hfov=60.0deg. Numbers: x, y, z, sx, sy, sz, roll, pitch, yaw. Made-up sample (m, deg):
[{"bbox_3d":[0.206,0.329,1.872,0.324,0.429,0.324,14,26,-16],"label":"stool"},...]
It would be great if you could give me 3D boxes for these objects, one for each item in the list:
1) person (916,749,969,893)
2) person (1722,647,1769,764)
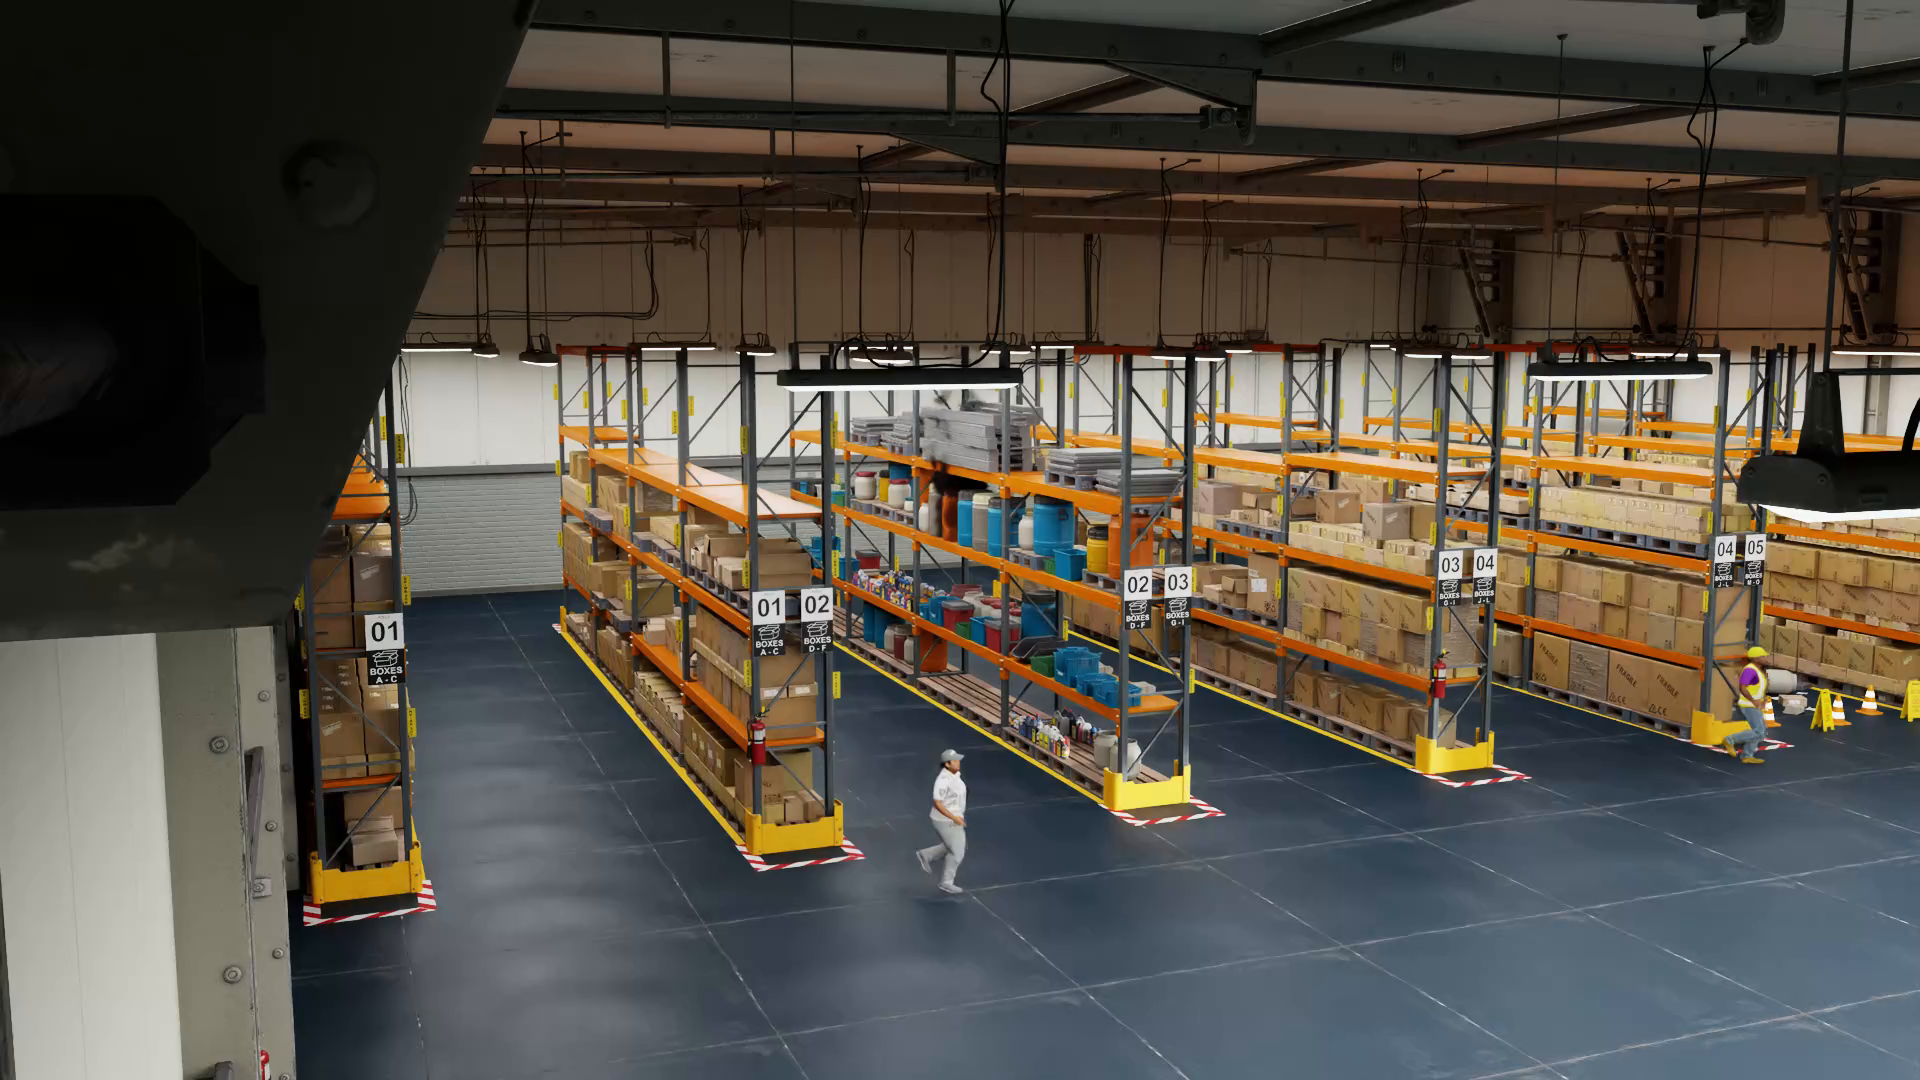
[{"bbox_3d":[-0.200,3.160,18.798,0.600,1.653,0.615,2,7,14],"label":"person"},{"bbox_3d":[11.477,2.404,24.276,0.575,1.737,0.734,4,9,32],"label":"person"}]
